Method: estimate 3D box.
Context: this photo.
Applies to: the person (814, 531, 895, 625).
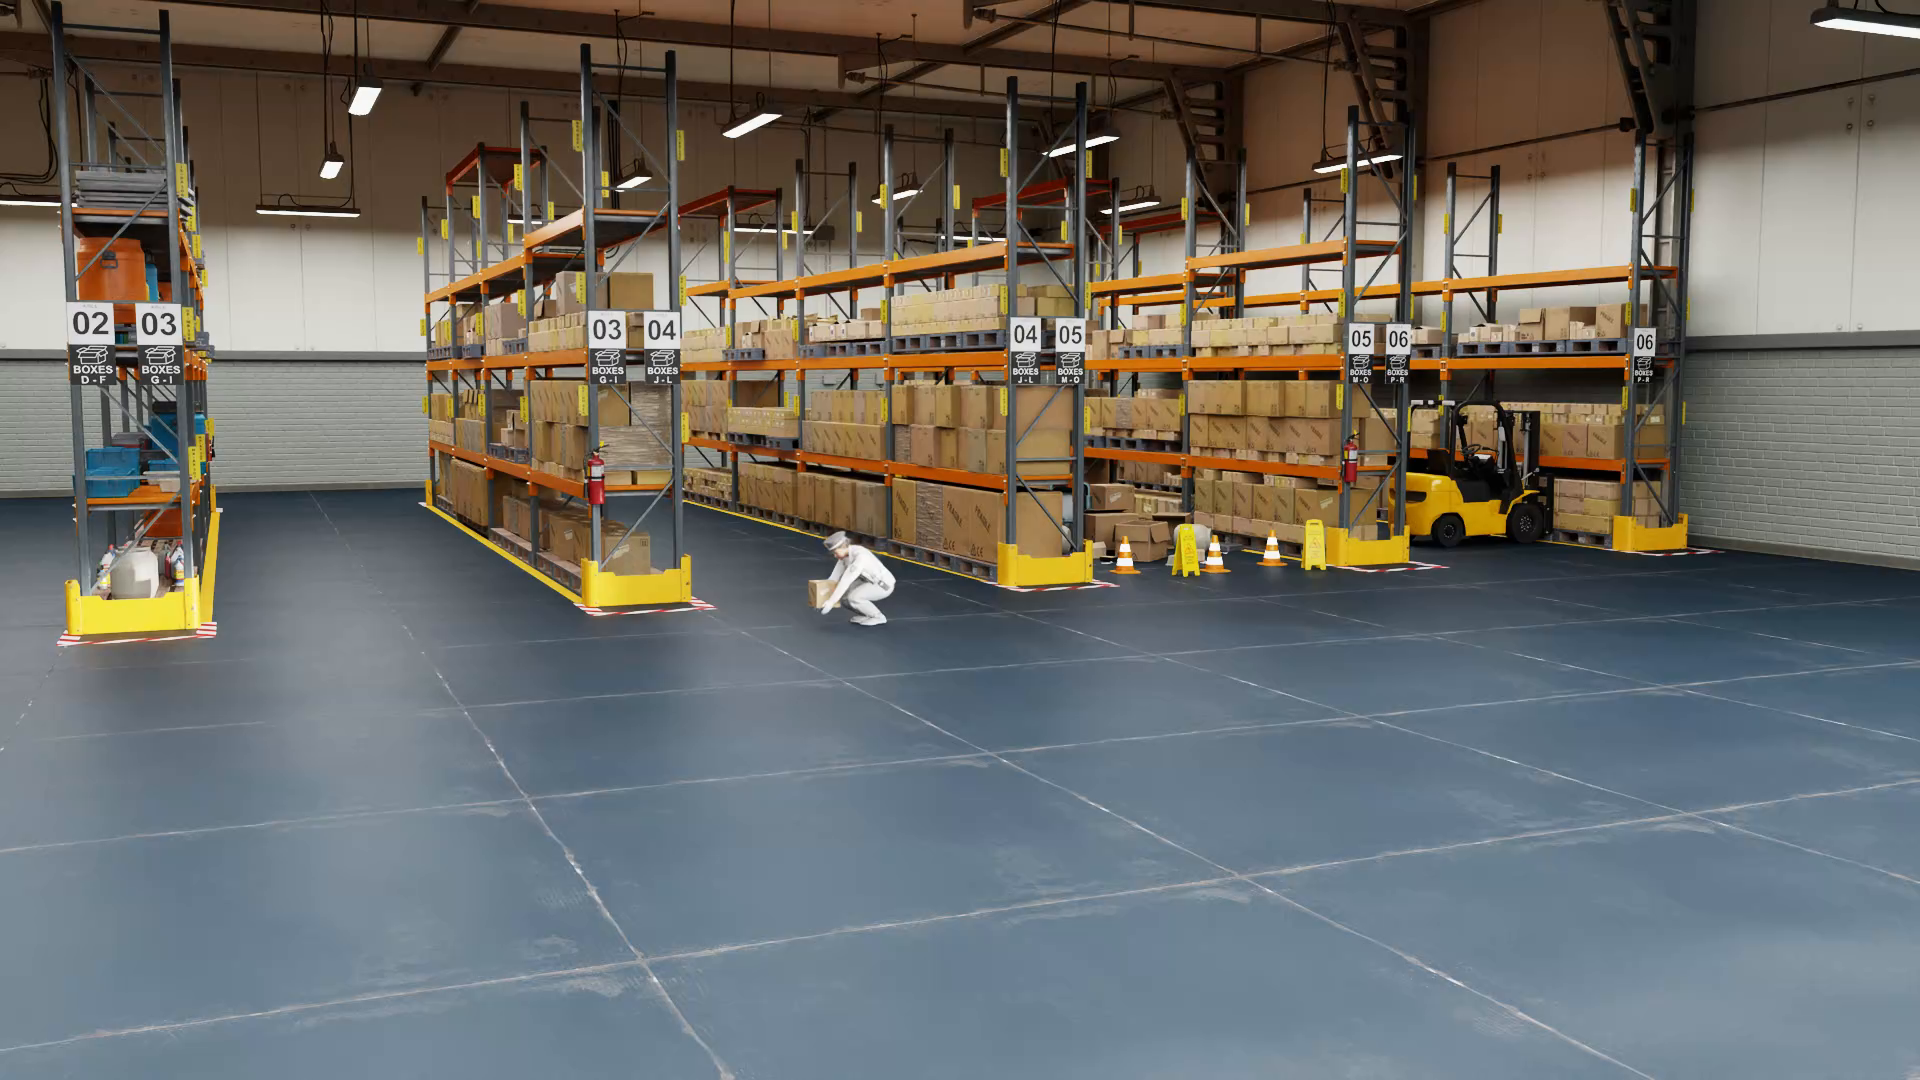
[{"bbox_3d":[-1.060,0.379,16.796,0.817,0.966,0.502,-2,6,-24],"label":"person"}]
